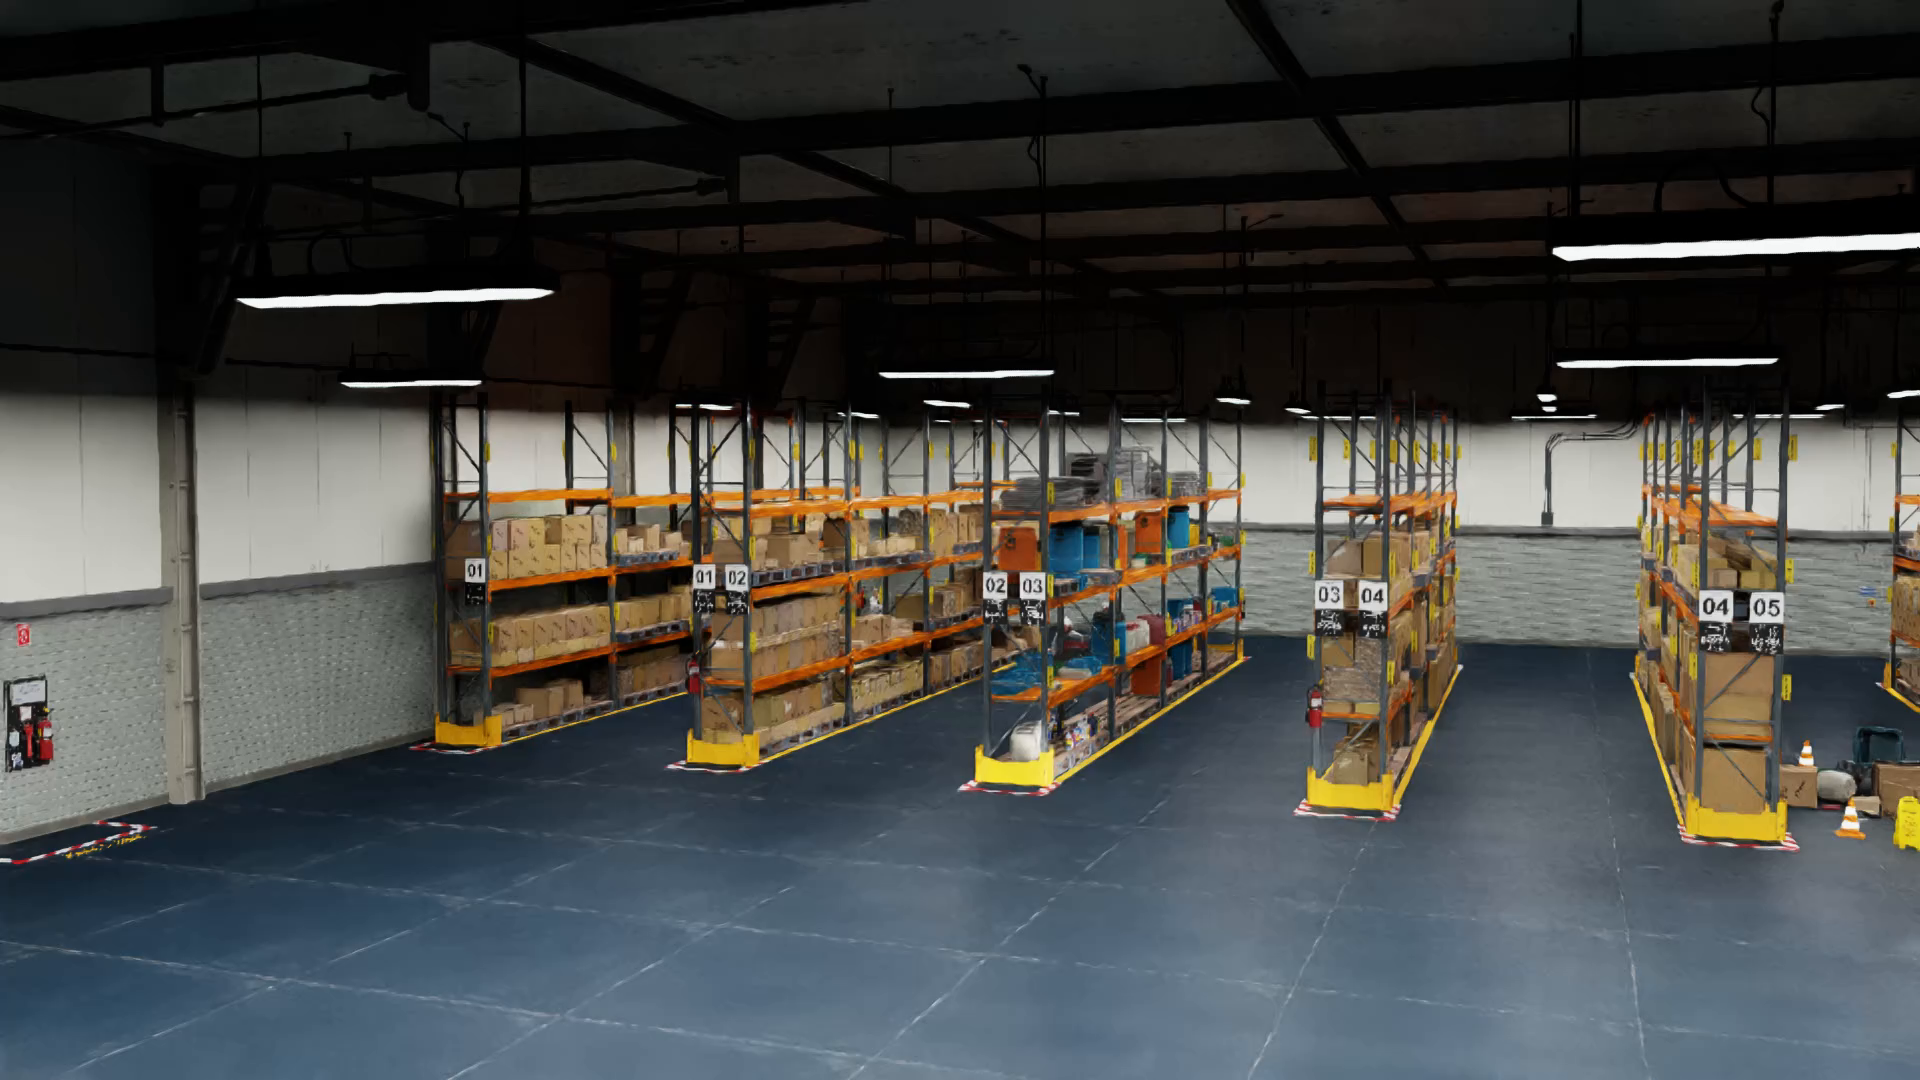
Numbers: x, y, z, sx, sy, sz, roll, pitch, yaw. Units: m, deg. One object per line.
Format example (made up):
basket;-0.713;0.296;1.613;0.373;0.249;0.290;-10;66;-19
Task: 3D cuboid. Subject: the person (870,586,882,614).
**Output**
person;-2.062;1.957;41.800;0.502;1.624;0.989;1;3;19

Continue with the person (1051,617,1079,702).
person;2.138;2.385;33.104;0.677;1.726;0.574;1;3;19

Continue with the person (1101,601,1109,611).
person;3.246;2.186;36.846;0.575;1.689;1.128;1;3;18
